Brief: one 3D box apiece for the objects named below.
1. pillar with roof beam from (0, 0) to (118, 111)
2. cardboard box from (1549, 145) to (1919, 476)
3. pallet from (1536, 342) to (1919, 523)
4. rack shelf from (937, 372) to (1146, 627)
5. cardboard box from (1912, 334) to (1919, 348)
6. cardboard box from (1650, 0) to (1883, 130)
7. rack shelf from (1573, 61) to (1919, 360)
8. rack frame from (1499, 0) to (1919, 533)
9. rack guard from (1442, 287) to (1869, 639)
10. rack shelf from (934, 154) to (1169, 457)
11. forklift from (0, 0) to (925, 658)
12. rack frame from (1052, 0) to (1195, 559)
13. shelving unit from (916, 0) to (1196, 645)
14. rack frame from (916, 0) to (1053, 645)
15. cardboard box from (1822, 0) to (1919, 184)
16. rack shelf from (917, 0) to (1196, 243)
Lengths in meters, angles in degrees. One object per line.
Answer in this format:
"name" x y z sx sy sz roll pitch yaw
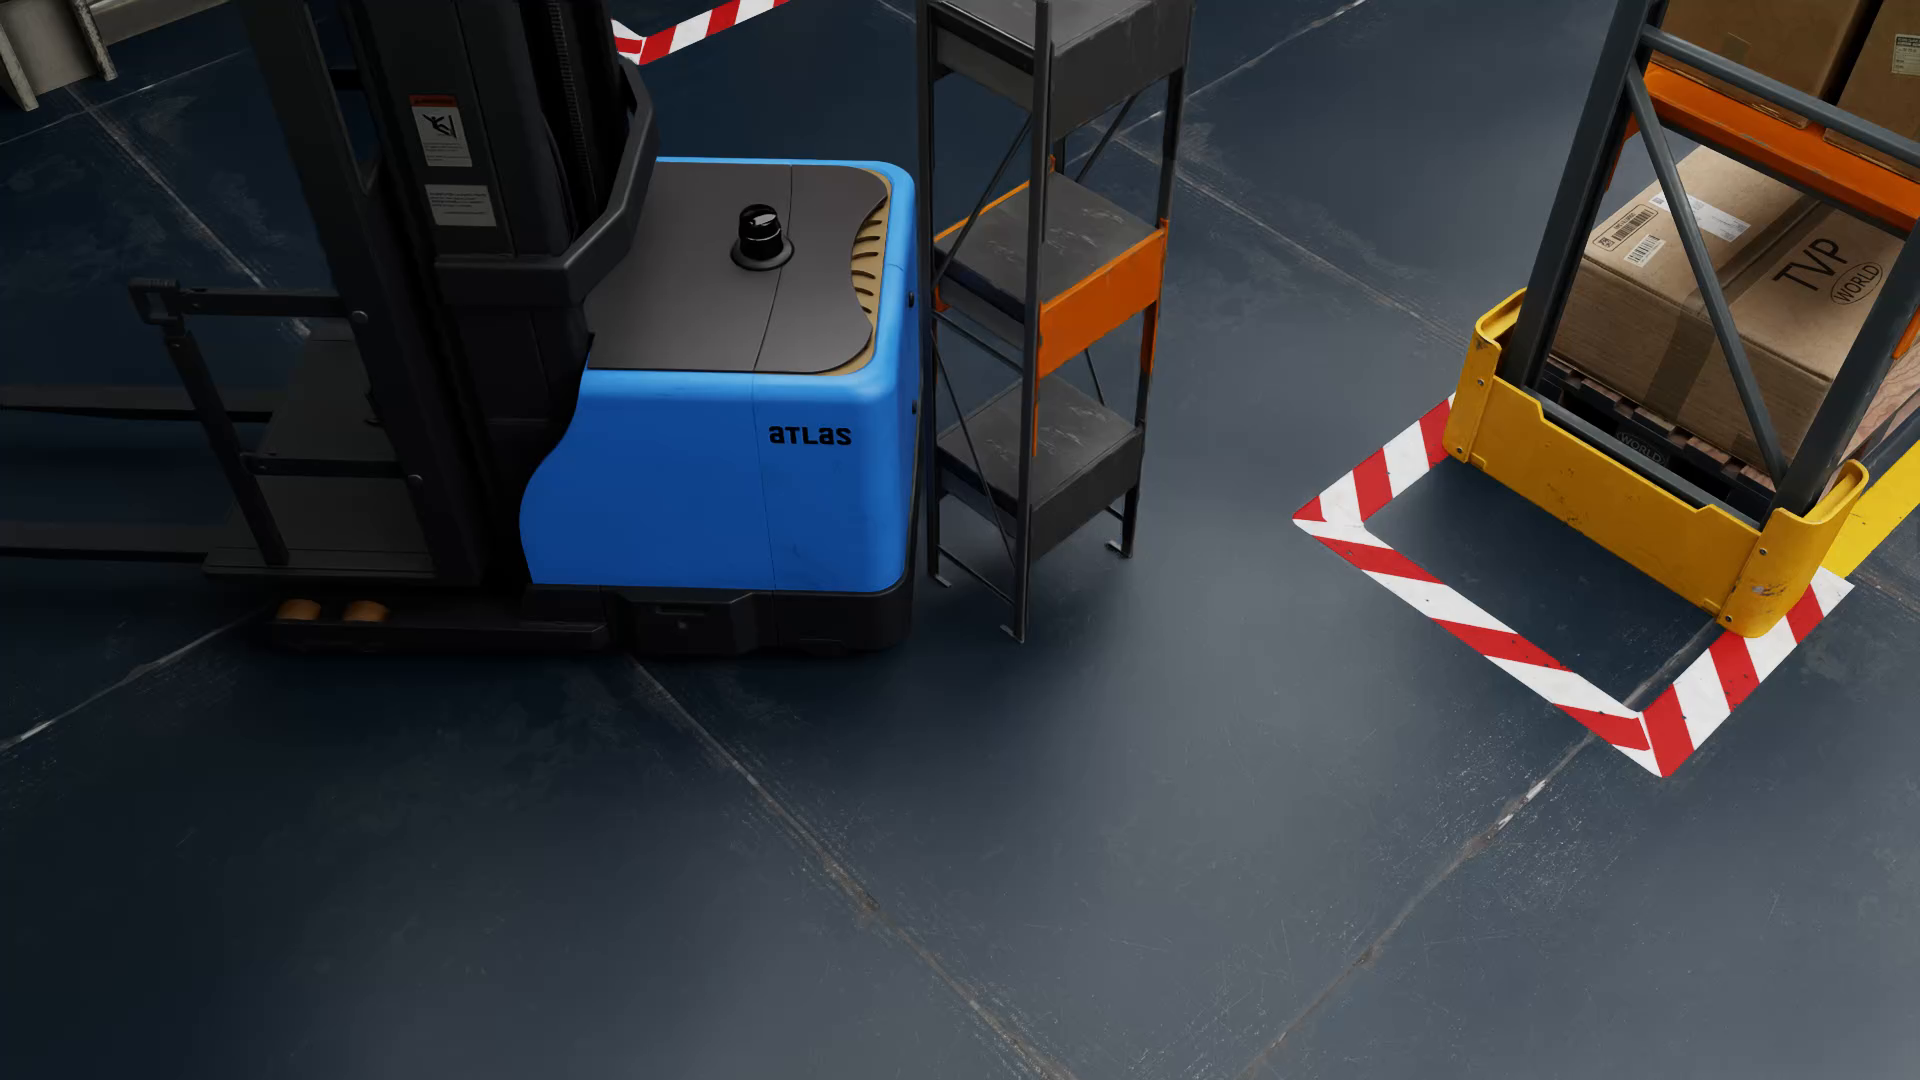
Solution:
"pillar with roof beam" -0.930 -2.665 1.586 0.400 9.000 9.100 -34 56 -27
"cardboard box" 2.539 -0.771 5.378 0.875 0.438 0.875 -36 57 -28
"pallet" 2.656 -0.609 5.669 1.213 0.211 1.003 -34 56 -27
"rack shelf" 0.219 -0.149 4.930 0.480 0.518 0.431 -36 57 -29
"cardboard box" 3.210 -1.228 5.800 0.875 0.438 0.875 -32 55 -26
"cardboard box" 2.296 -1.533 4.556 0.500 0.500 0.500 -33 56 -27
"rack shelf" 3.597 -1.862 5.417 4.000 0.370 1.077 -34 56 -27
"rack frame" 2.118 -1.117 4.240 0.127 3.000 1.000 -34 56 -27
"rack guard" 2.100 -0.258 5.147 0.348 0.500 1.175 -34 56 -27
"rack shelf" 0.219 -0.624 4.416 0.480 0.518 0.431 -36 57 -29
"forklift" -1.646 -1.047 4.222 3.031 2.935 1.130 2 47 1
"rack frame" 0.392 -0.760 4.522 0.015 2.100 0.400 -36 57 -29
"shelving unit" 0.219 -0.633 4.405 0.503 2.100 0.431 -36 57 -29
"rack frame" 0.046 -0.507 4.289 0.015 2.100 0.400 -36 57 -29
"cardboard box" 2.666 -1.232 4.278 0.500 0.500 0.500 -34 56 -27
"rack shelf" 0.219 -1.099 3.901 0.480 0.518 0.431 -36 57 -29
